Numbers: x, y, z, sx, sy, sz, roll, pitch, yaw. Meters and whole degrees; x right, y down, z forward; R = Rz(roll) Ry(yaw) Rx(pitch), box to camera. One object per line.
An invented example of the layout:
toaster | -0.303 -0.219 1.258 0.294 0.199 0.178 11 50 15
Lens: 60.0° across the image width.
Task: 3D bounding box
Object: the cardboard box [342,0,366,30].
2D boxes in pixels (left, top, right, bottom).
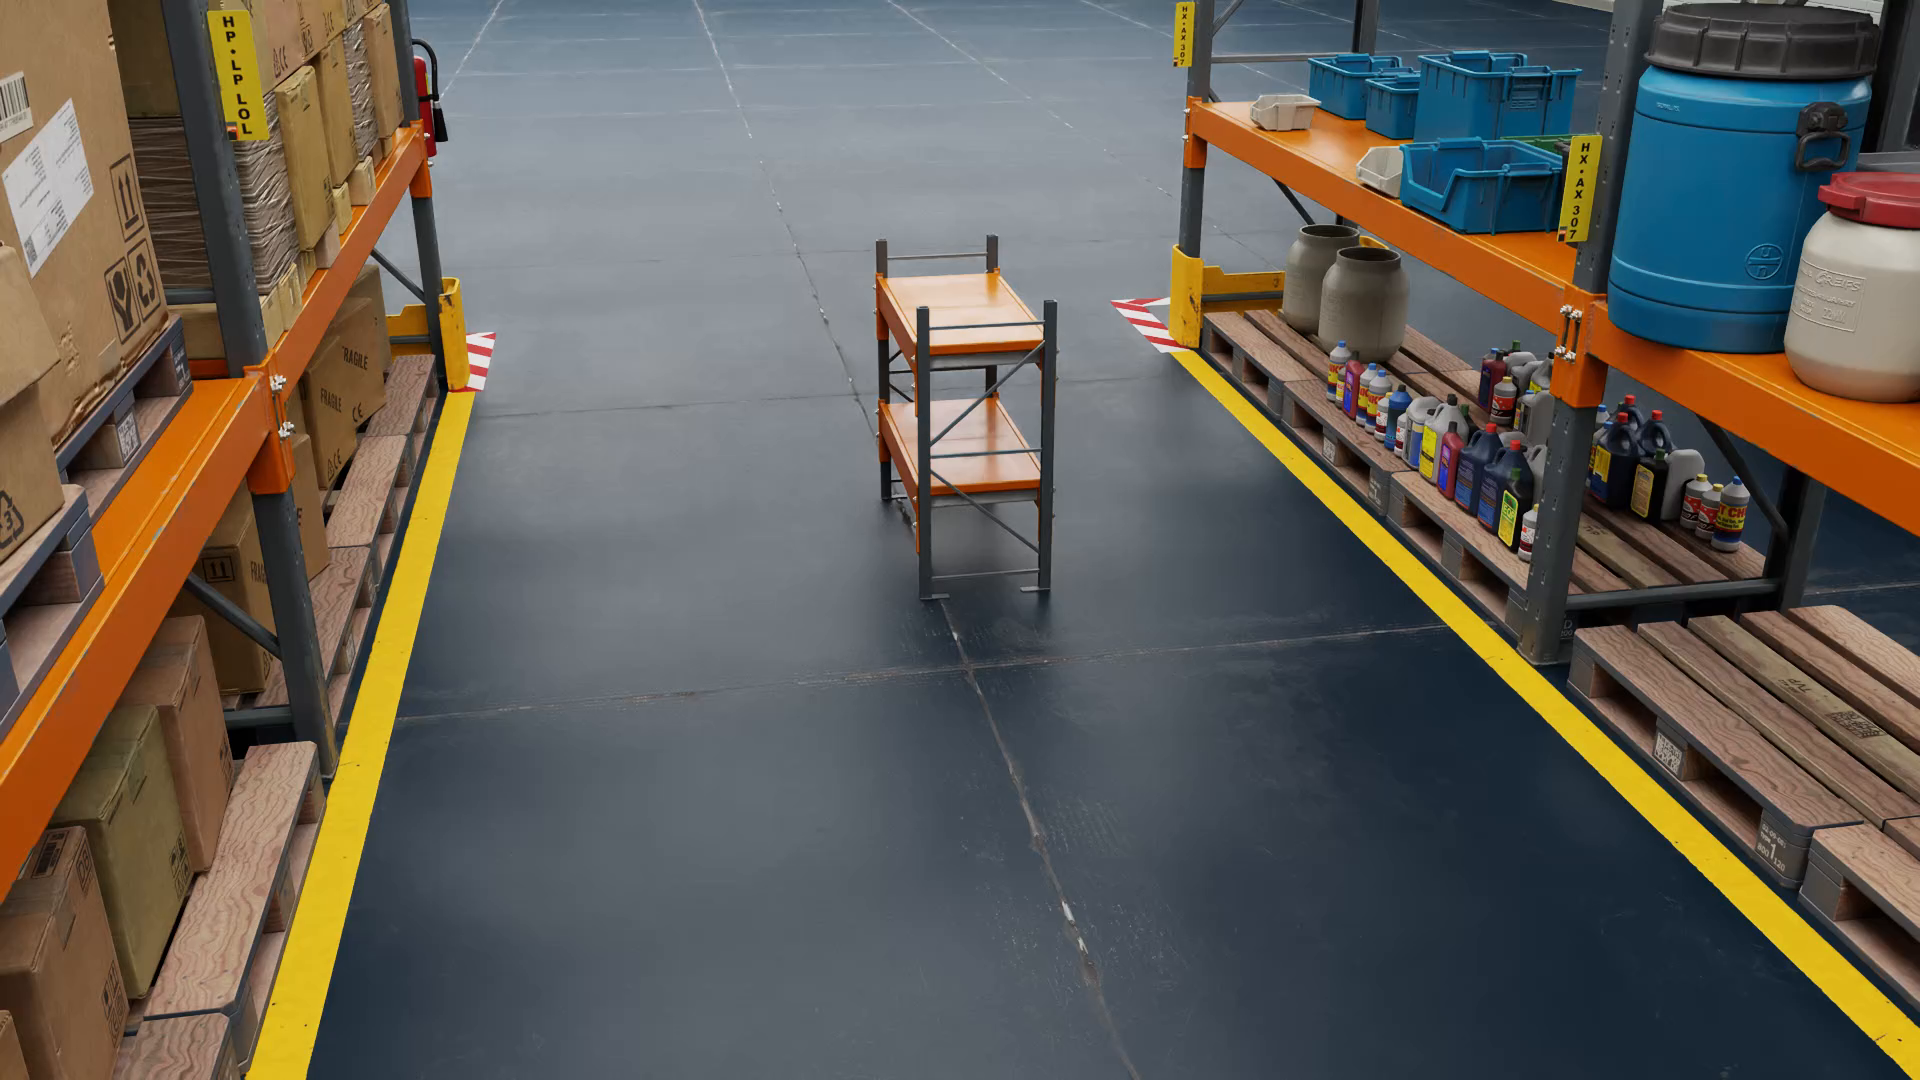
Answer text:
cardboard box | -2.618 -2.249 6.405 0.500 0.500 0.500 -4 24 -10

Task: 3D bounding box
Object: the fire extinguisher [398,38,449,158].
fire extinguisher | -2.719 -2.243 8.235 0.296 0.674 0.183 -4 24 -10

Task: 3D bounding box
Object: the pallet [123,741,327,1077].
pallet | -2.265 0.958 4.293 1.003 0.211 1.213 -4 24 -10

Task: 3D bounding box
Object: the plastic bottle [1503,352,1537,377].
plastic bottle | 2.507 -0.728 7.523 0.152 0.276 0.135 -4 24 -9

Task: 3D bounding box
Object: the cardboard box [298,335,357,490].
cardboard box | -2.810 -0.519 6.790 0.500 0.500 0.500 -2 24 -5

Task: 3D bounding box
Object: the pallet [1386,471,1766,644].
pallet | 2.373 0.018 6.445 1.003 0.211 1.213 -4 24 -10

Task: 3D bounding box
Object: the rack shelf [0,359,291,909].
rack shelf | -2.041 0.490 2.779 1.077 0.370 4.000 -4 24 -10

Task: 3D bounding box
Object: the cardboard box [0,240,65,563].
cardboard box | -2.000 -0.191 2.786 0.797 0.503 0.637 -2 24 -4

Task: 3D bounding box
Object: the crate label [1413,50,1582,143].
crate label | 2.323 -1.878 7.259 0.502 0.435 0.616 -4 24 -10

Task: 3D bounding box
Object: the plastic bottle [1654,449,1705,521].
plastic bottle | 2.742 -0.229 6.380 0.152 0.276 0.135 -3 24 -8

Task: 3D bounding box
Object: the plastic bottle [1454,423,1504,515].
plastic bottle | 2.019 -0.288 6.421 0.144 0.351 0.185 -6 24 -12

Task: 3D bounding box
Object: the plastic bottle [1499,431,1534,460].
plastic bottle | 2.160 -0.274 6.484 0.152 0.276 0.135 -4 24 -10

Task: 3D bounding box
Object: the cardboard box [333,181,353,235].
cardboard box | -2.446 -1.207 6.079 0.380 0.149 0.250 -4 24 -10

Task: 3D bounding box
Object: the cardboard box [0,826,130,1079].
cardboard box | -2.145 0.970 3.355 0.700 0.500 0.500 -6 24 -14

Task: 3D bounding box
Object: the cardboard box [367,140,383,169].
cardboard box | -2.721 -1.695 7.197 0.380 0.149 0.250 -4 24 -10

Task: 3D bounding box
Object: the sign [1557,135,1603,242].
sign | 1.914 -1.083 5.136 0.100 0.325 0.005 -4 24 -10

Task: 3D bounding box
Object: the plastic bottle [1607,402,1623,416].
plastic bottle | 2.691 -0.440 6.854 0.061 0.283 0.133 -3 24 -7

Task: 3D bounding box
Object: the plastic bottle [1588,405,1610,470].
plastic bottle | 2.616 -0.422 6.827 0.097 0.271 0.097 0 24 0

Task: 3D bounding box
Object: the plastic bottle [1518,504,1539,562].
plastic bottle | 2.083 -0.032 6.021 0.097 0.201 0.097 0 24 0

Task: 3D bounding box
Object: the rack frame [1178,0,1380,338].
rack frame | 1.717 -2.566 8.878 1.000 3.000 0.127 -4 24 -10

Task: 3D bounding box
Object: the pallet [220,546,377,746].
pallet | -2.570 0.390 5.593 1.003 0.211 1.213 -4 24 -10

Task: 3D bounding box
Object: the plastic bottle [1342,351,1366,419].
plastic bottle | 1.770 -0.696 7.441 0.061 0.283 0.133 -4 24 -9

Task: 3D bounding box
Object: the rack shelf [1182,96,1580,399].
rack shelf | 2.087 -1.450 7.220 1.077 0.370 4.000 -4 24 -10

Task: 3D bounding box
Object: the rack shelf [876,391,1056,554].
rack shelf | 0.001 -0.289 6.617 0.538 0.278 1.000 -4 24 -10

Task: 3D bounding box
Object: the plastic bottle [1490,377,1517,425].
plastic bottle | 2.414 -0.623 7.375 0.097 0.201 0.097 0 24 0

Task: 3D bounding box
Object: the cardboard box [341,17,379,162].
cardboard box | -2.815 -1.776 6.571 0.875 0.500 0.500 -4 24 -10

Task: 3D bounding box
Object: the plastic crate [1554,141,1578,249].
plastic crate | 2.485 -1.180 5.781 0.767 0.338 0.504 -4 24 -10

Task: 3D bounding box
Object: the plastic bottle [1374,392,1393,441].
plastic bottle | 1.846 -0.536 7.176 0.097 0.201 0.097 0 24 0

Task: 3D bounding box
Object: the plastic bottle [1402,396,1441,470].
plastic bottle | 1.933 -0.445 6.874 0.152 0.276 0.135 -4 24 -9

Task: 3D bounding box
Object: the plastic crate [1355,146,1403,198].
plastic crate | 1.907 -1.492 6.747 0.530 0.136 0.437 -4 24 -10

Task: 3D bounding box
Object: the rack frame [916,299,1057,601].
rack frame | 0.095 -0.313 6.061 0.500 1.125 0.032 -4 24 -10

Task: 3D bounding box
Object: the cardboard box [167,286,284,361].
cardboard box | -2.155 -0.618 4.731 0.380 0.149 0.250 -4 24 -10

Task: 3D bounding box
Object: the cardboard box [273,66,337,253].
cardboard box | -2.491 -1.189 5.228 0.875 0.500 0.500 -4 24 -10

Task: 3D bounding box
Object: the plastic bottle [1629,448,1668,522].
plastic bottle | 2.637 -0.224 6.360 0.061 0.283 0.133 -4 24 -10

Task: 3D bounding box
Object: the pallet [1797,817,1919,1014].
pallet | 2.869 1.072 4.032 1.003 0.211 1.213 -4 24 -10

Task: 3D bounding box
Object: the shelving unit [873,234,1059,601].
shelving unit | 0.001 -0.513 6.519 0.538 1.125 1.048 -4 24 -10

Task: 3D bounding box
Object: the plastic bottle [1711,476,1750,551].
plastic bottle | 2.829 -0.102 6.094 0.097 0.271 0.097 0 24 0

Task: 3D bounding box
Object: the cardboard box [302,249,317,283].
cardboard box | -2.317 -0.911 5.402 0.380 0.149 0.250 -4 24 -10

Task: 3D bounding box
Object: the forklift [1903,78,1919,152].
forklift | 4.579 -1.516 6.560 1.130 2.935 3.031 -4 24 -8

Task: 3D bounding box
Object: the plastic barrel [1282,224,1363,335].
plastic barrel | 1.914 -1.365 8.712 0.421 0.512 0.421 0 24 0

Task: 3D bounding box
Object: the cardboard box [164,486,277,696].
cardboard box | -2.446 0.167 5.219 0.500 0.500 0.500 -5 24 -11

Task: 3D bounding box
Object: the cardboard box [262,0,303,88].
cardboard box | -2.338 -1.659 5.055 0.500 0.500 0.500 -4 24 -10
